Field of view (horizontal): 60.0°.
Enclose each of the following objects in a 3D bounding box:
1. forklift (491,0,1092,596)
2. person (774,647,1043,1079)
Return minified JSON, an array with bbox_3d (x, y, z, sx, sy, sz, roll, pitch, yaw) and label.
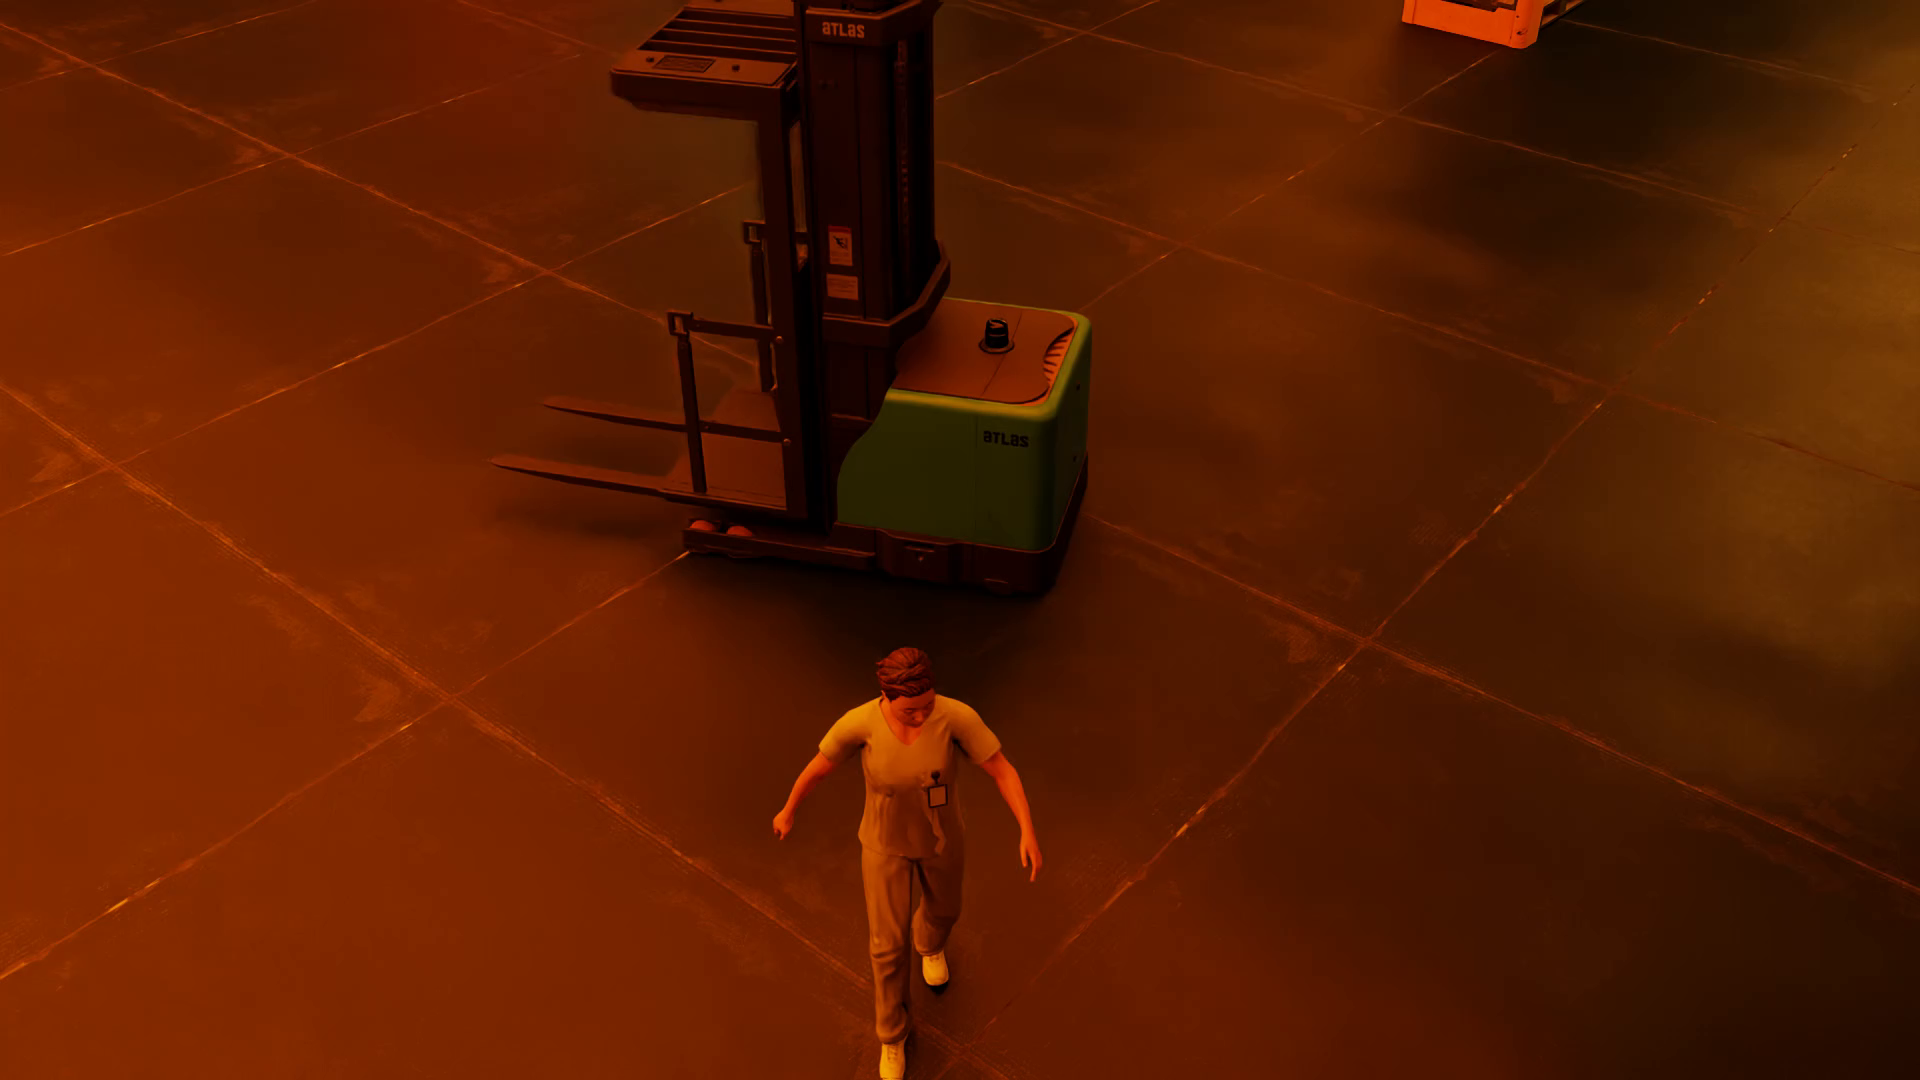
[{"bbox_3d":[-0.907,-1.380,7.916,3.031,2.935,1.130,9,37,12],"label":"forklift"},{"bbox_3d":[-0.195,1.063,5.663,0.870,1.663,0.716,-4,36,-5],"label":"person"}]
